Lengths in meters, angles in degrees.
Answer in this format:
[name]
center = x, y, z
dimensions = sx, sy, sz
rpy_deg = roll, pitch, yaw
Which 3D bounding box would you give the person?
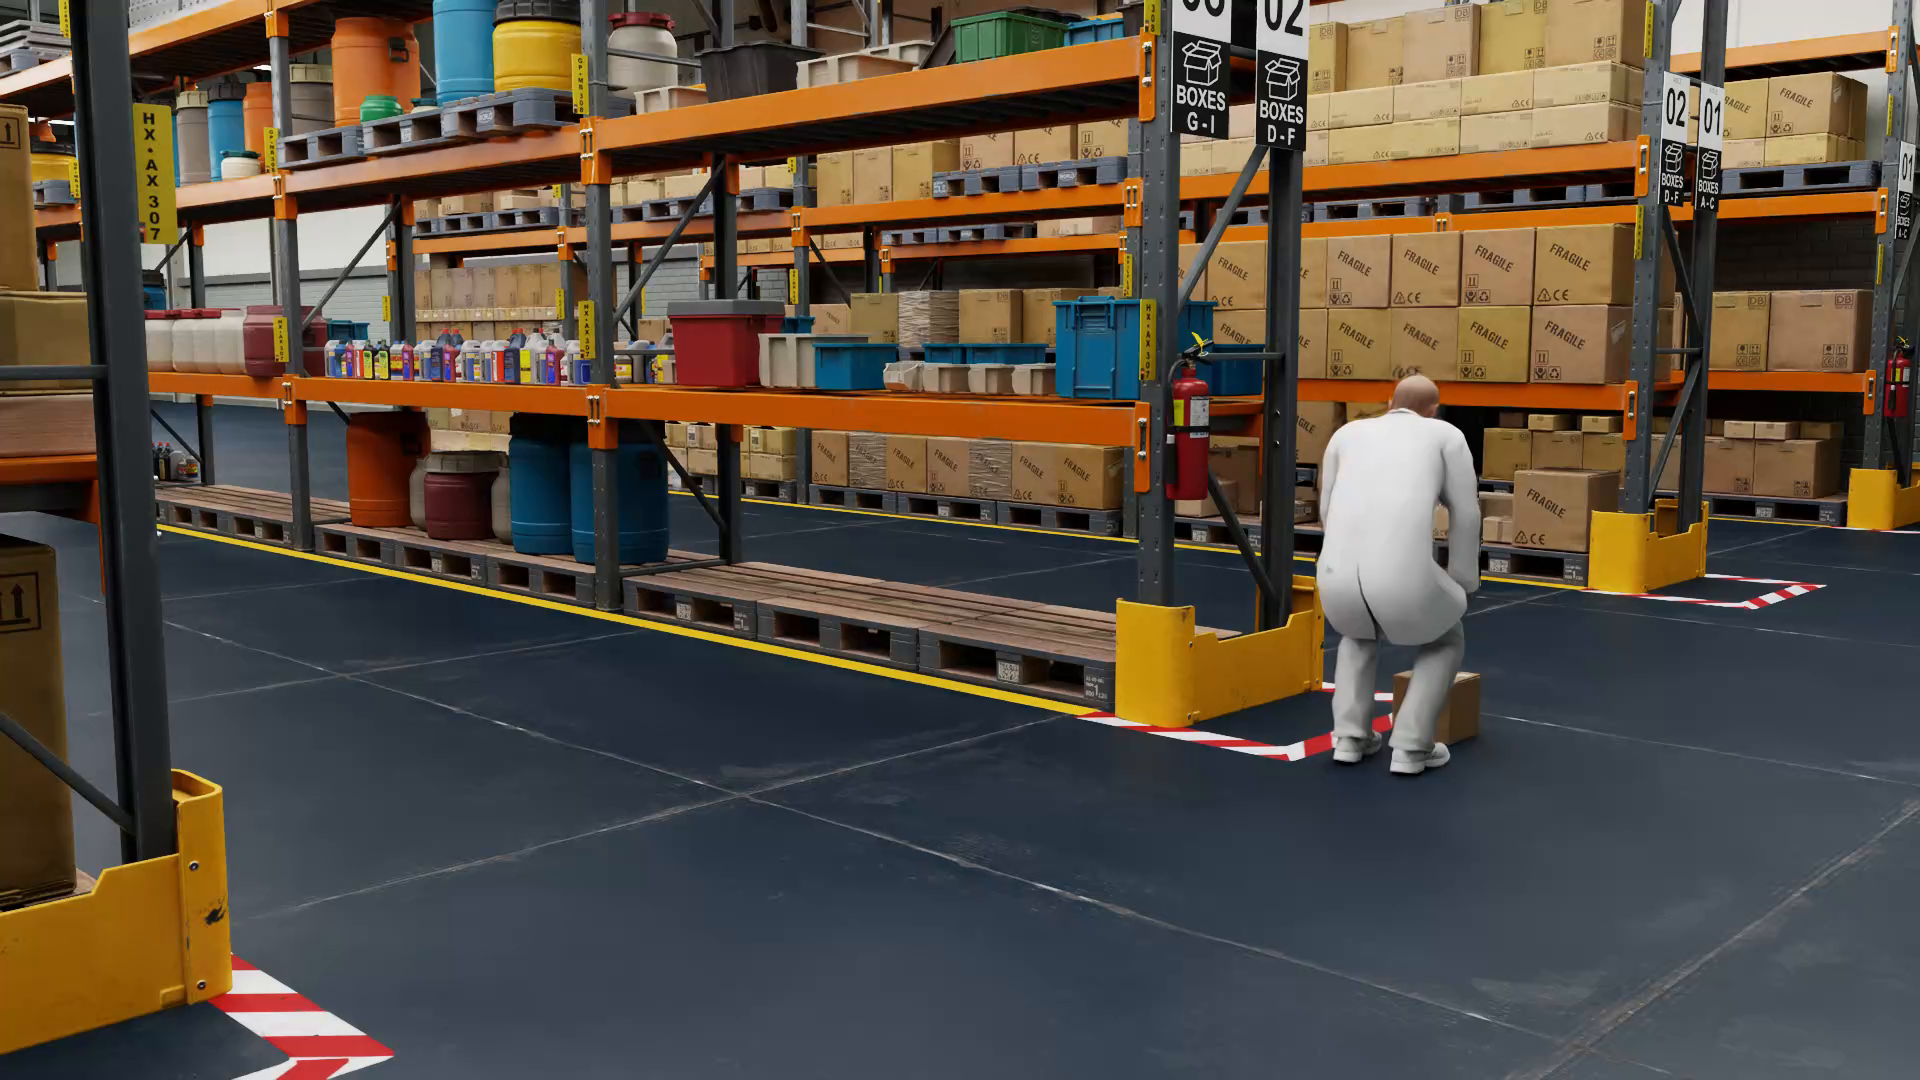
[person]
center = 1.625, 0.222, 6.283
dimensions = 0.631, 1.226, 0.803
rpy_deg = 5, 9, 37
